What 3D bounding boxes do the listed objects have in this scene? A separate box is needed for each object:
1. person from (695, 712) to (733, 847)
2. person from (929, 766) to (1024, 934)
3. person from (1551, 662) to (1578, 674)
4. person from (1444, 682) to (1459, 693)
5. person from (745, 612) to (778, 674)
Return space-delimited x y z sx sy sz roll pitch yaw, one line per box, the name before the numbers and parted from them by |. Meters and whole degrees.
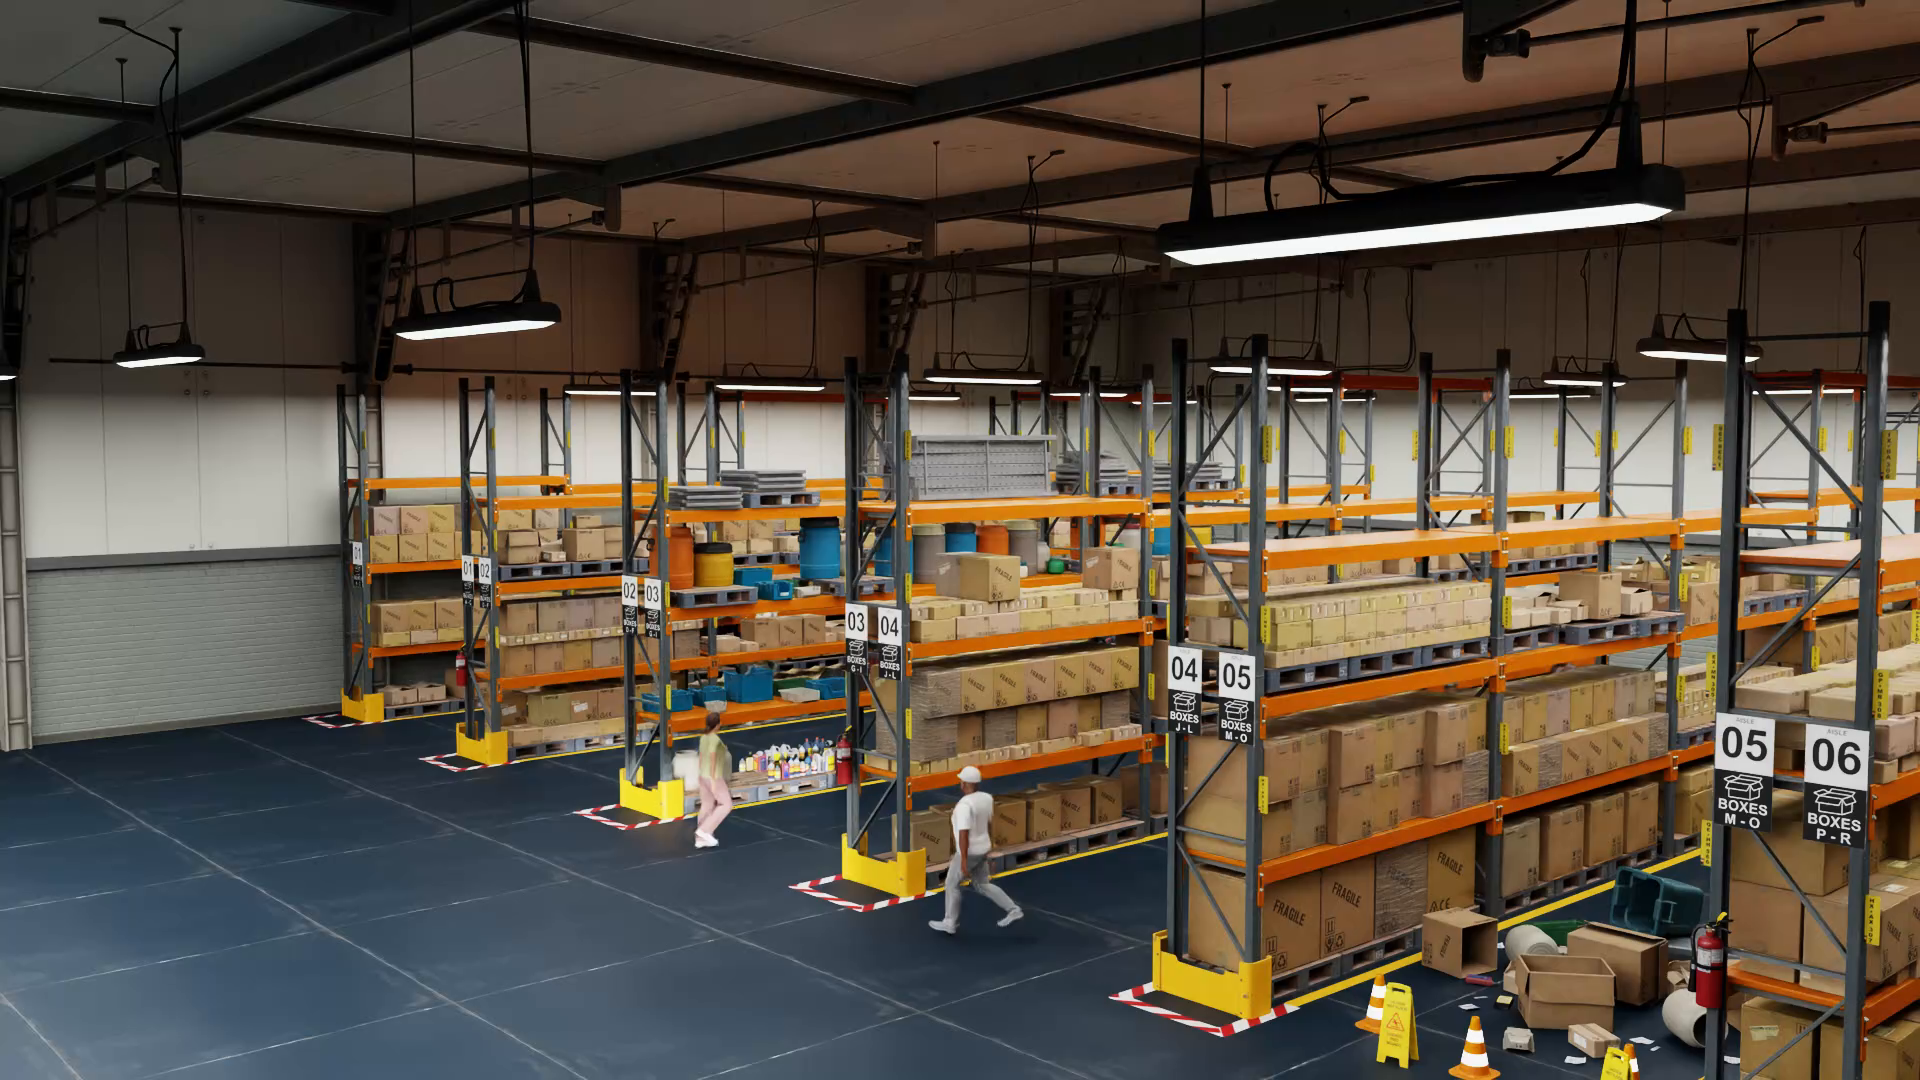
person | -3.094 2.979 20.634 0.458 1.640 0.486 -2 4 -30
person | 0.156 3.178 16.995 0.983 1.733 0.574 1 4 21
person | 9.390 2.601 25.912 0.583 1.843 0.614 -3 5 -34
person | 6.823 2.757 23.218 0.909 1.721 0.553 -2 4 -30
person | -4.002 1.879 33.511 0.570 1.671 0.765 2 4 25
